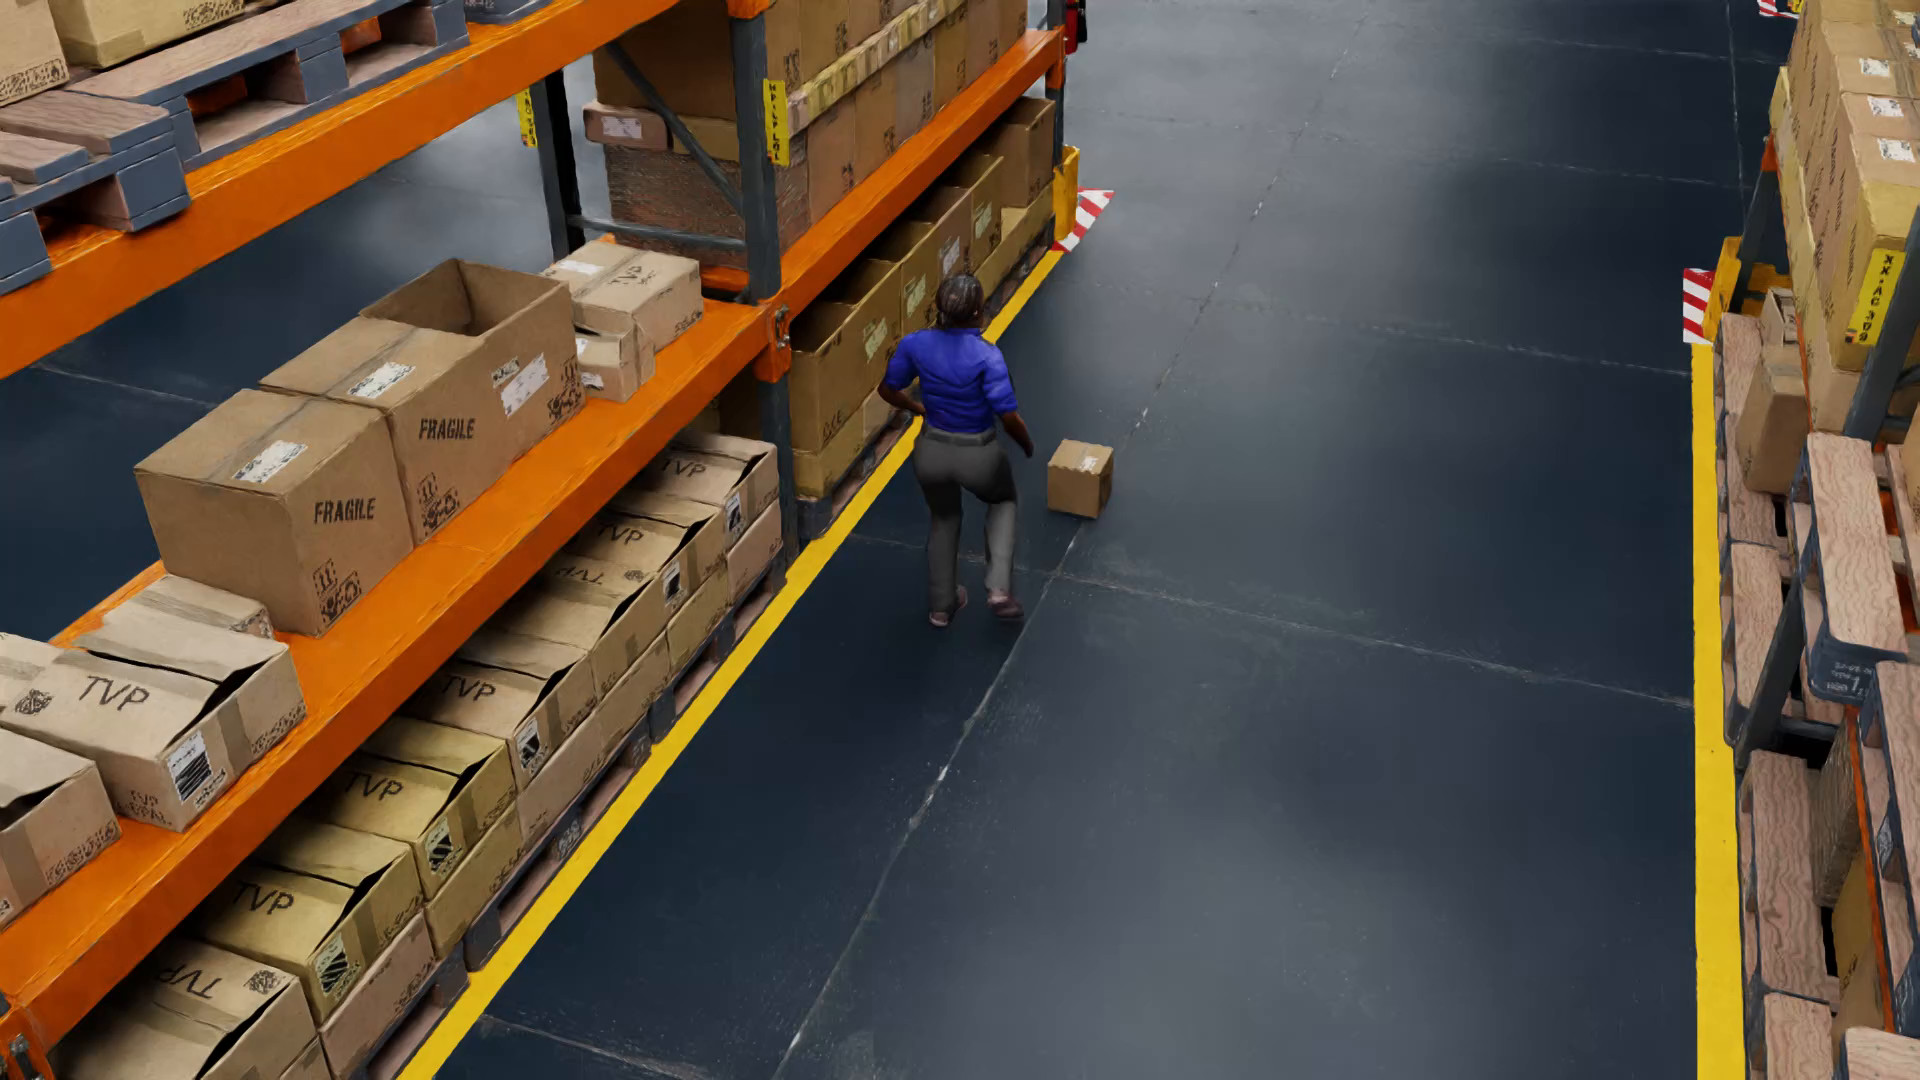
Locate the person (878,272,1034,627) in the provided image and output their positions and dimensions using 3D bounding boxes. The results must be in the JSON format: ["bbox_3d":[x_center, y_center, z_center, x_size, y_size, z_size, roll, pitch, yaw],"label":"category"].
[{"bbox_3d":[-0.004,-0.363,6.735,0.625,1.626,0.472,8,34,12],"label":"person"}]
